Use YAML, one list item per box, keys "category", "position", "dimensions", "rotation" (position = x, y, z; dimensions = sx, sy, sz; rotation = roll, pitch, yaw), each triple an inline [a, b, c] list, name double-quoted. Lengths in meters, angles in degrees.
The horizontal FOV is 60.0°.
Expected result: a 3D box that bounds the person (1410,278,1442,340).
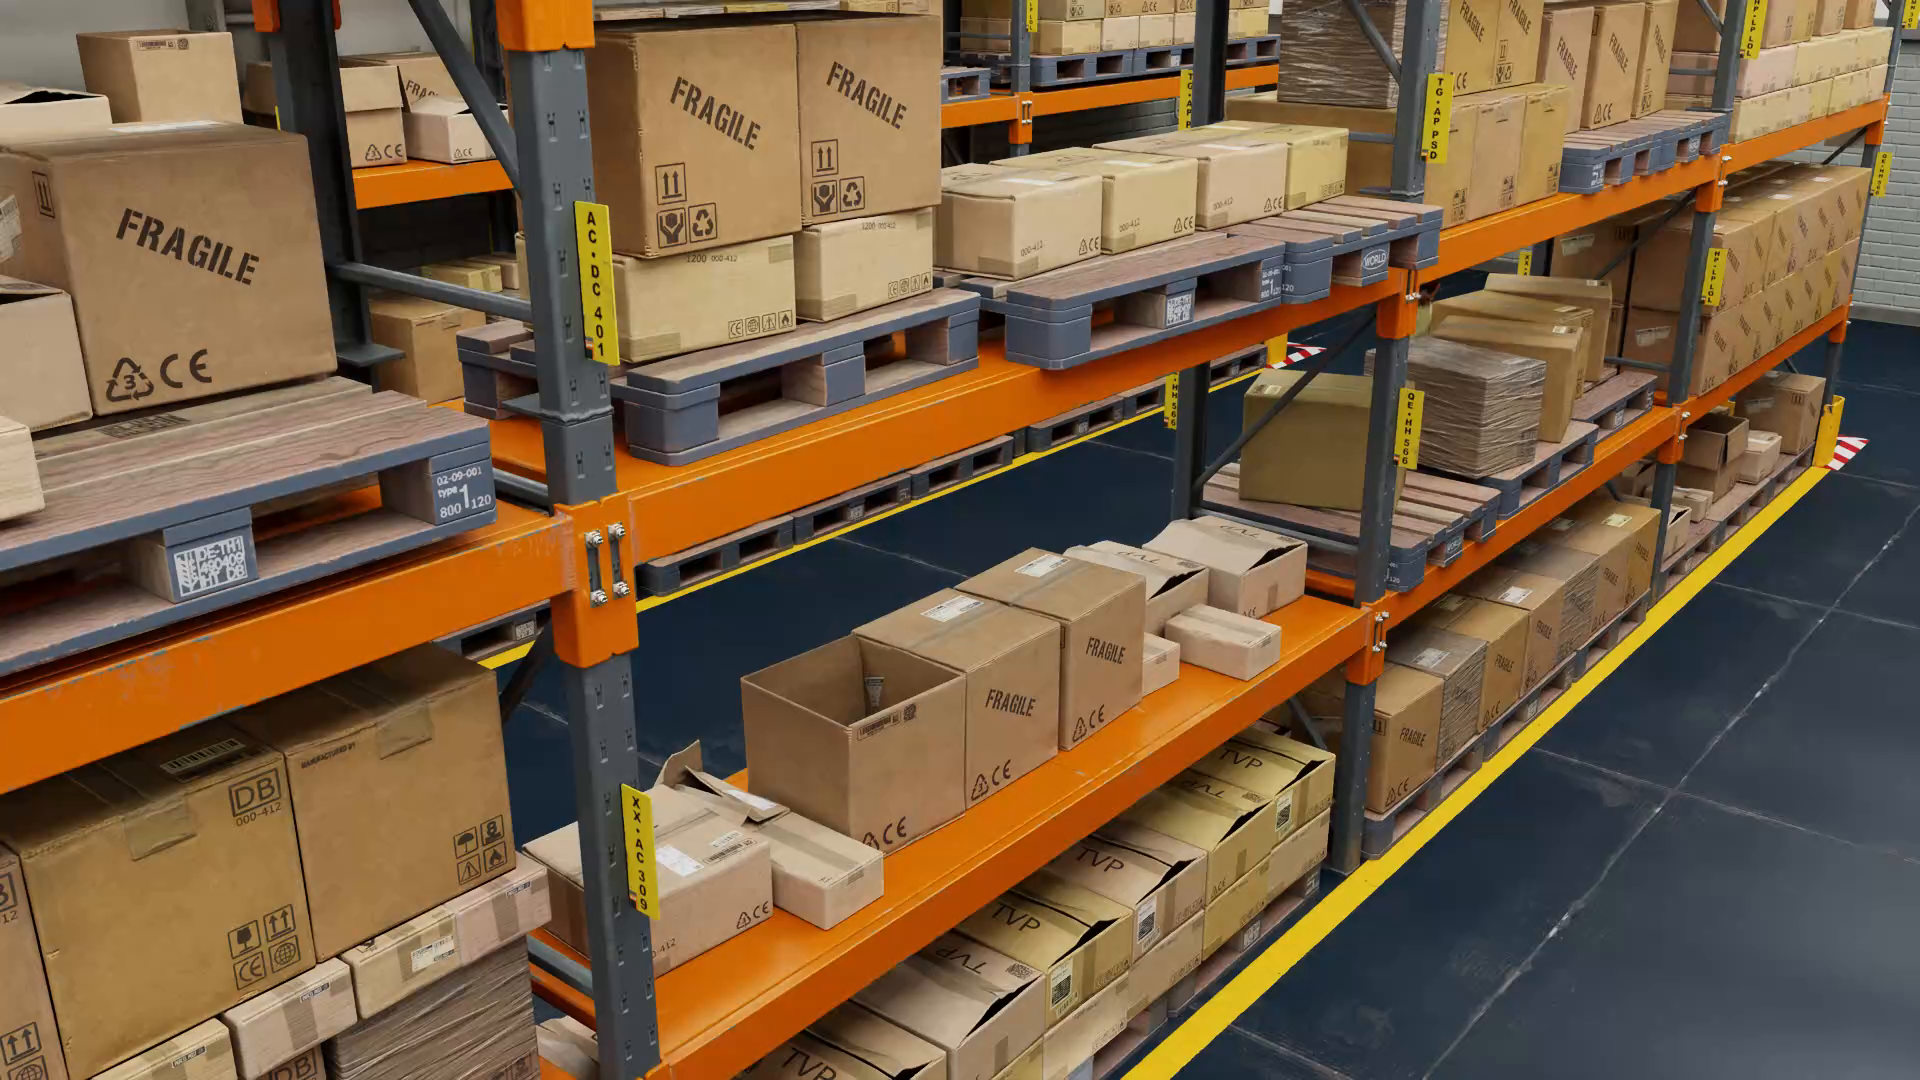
- category: "person"
  position: [3.410, -1.213, 12.319]
  dimensions: [0.454, 1.660, 0.639]
  rotation: [18, 27, 40]
